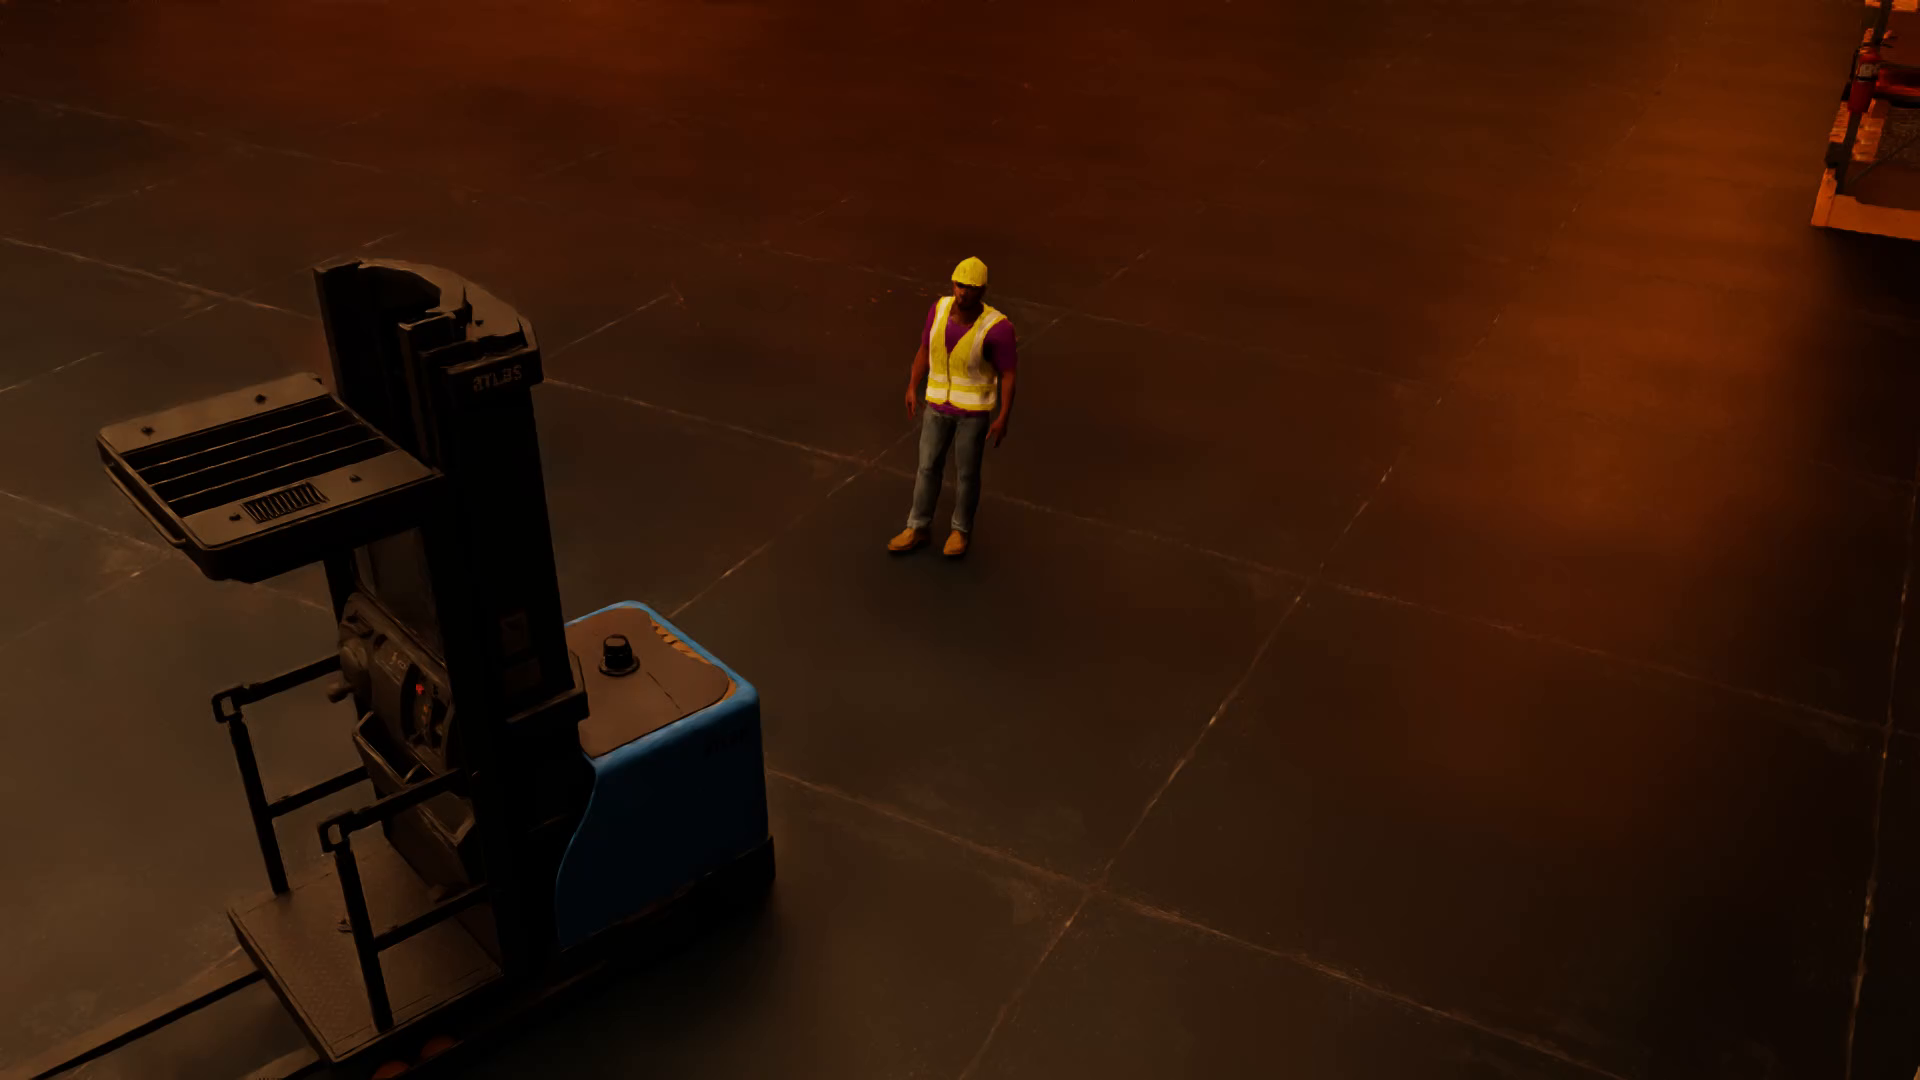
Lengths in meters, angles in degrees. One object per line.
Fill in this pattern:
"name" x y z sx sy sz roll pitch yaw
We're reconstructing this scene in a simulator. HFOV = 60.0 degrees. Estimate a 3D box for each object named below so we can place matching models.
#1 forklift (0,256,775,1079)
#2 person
"forklift" -2.254 0.572 6.079 3.031 2.935 1.130 -24 37 -35
"person" -0.038 -0.742 9.507 0.665 1.766 0.576 15 33 25
